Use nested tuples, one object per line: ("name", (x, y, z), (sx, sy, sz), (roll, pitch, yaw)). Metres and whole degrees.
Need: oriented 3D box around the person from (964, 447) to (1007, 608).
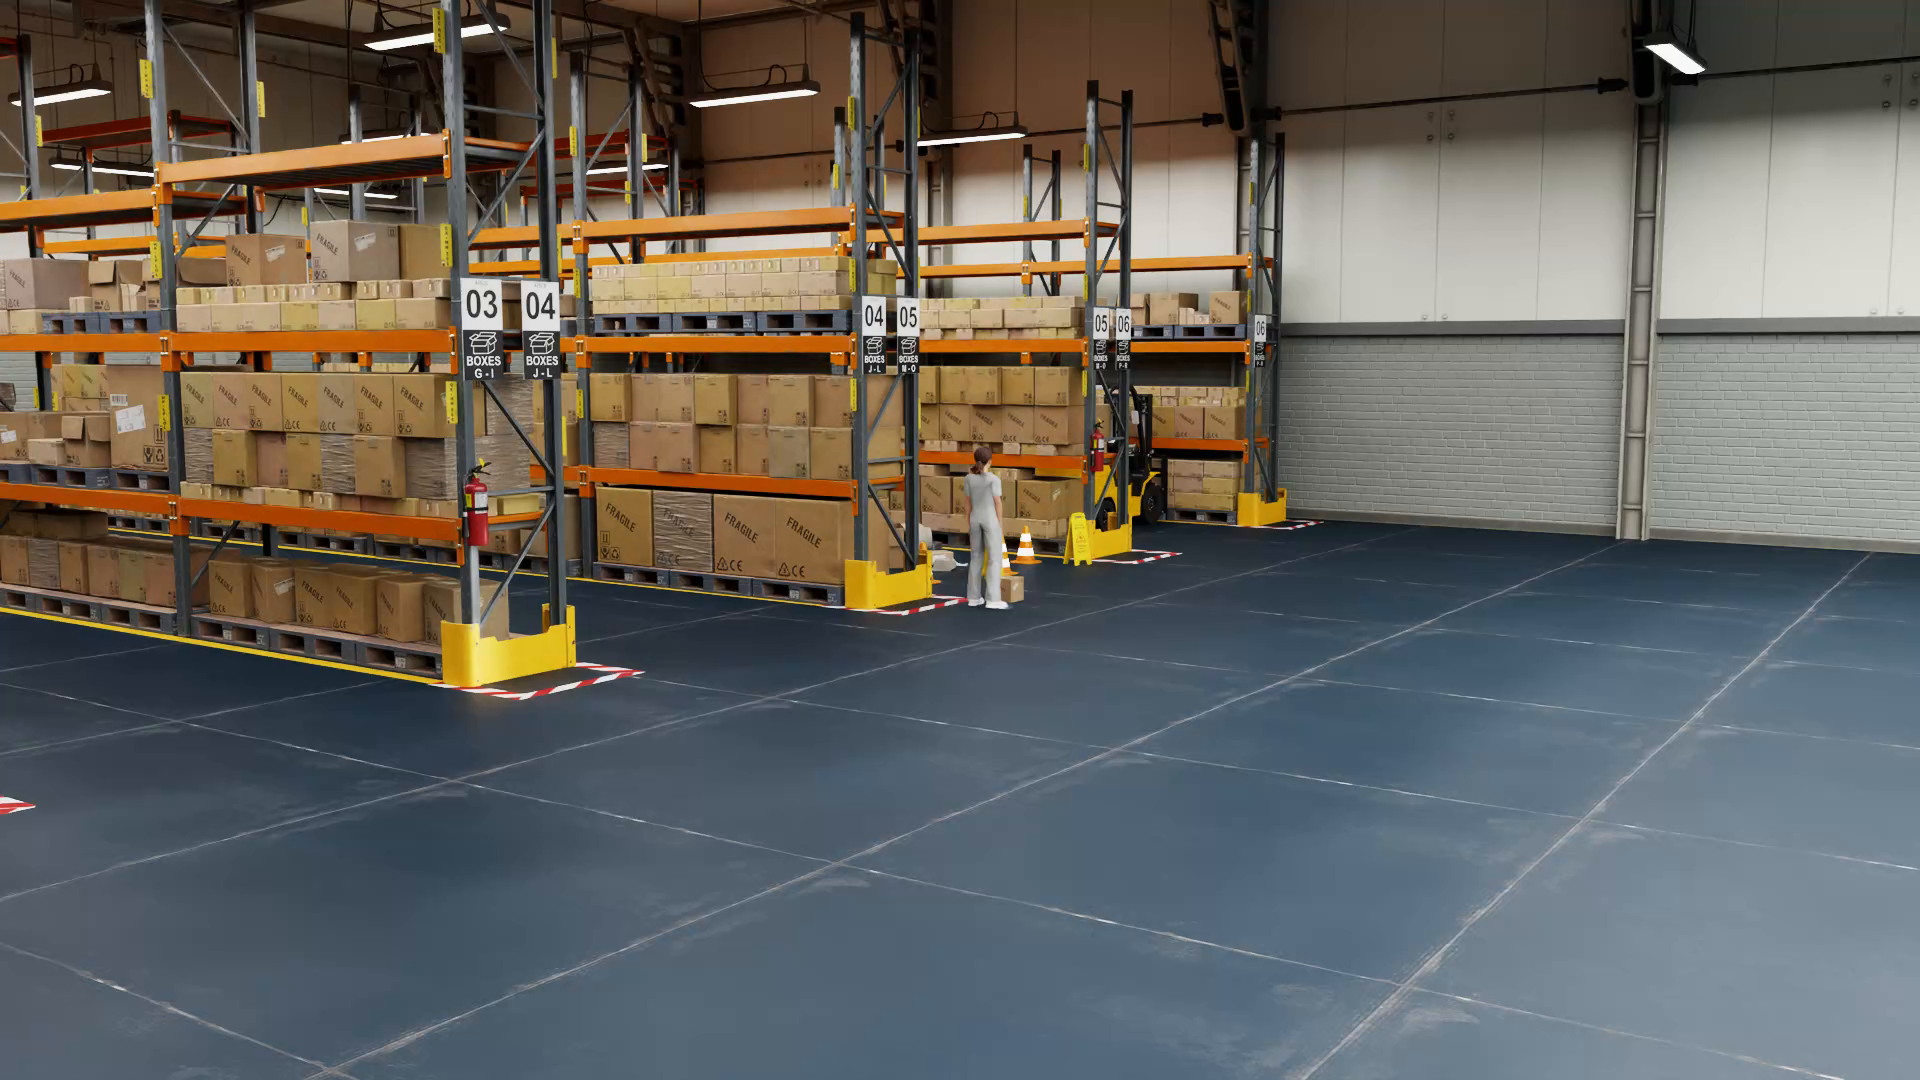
("person", (0.251, -0.133, 17.245), (0.437, 1.677, 0.349), (4, 7, 30))
